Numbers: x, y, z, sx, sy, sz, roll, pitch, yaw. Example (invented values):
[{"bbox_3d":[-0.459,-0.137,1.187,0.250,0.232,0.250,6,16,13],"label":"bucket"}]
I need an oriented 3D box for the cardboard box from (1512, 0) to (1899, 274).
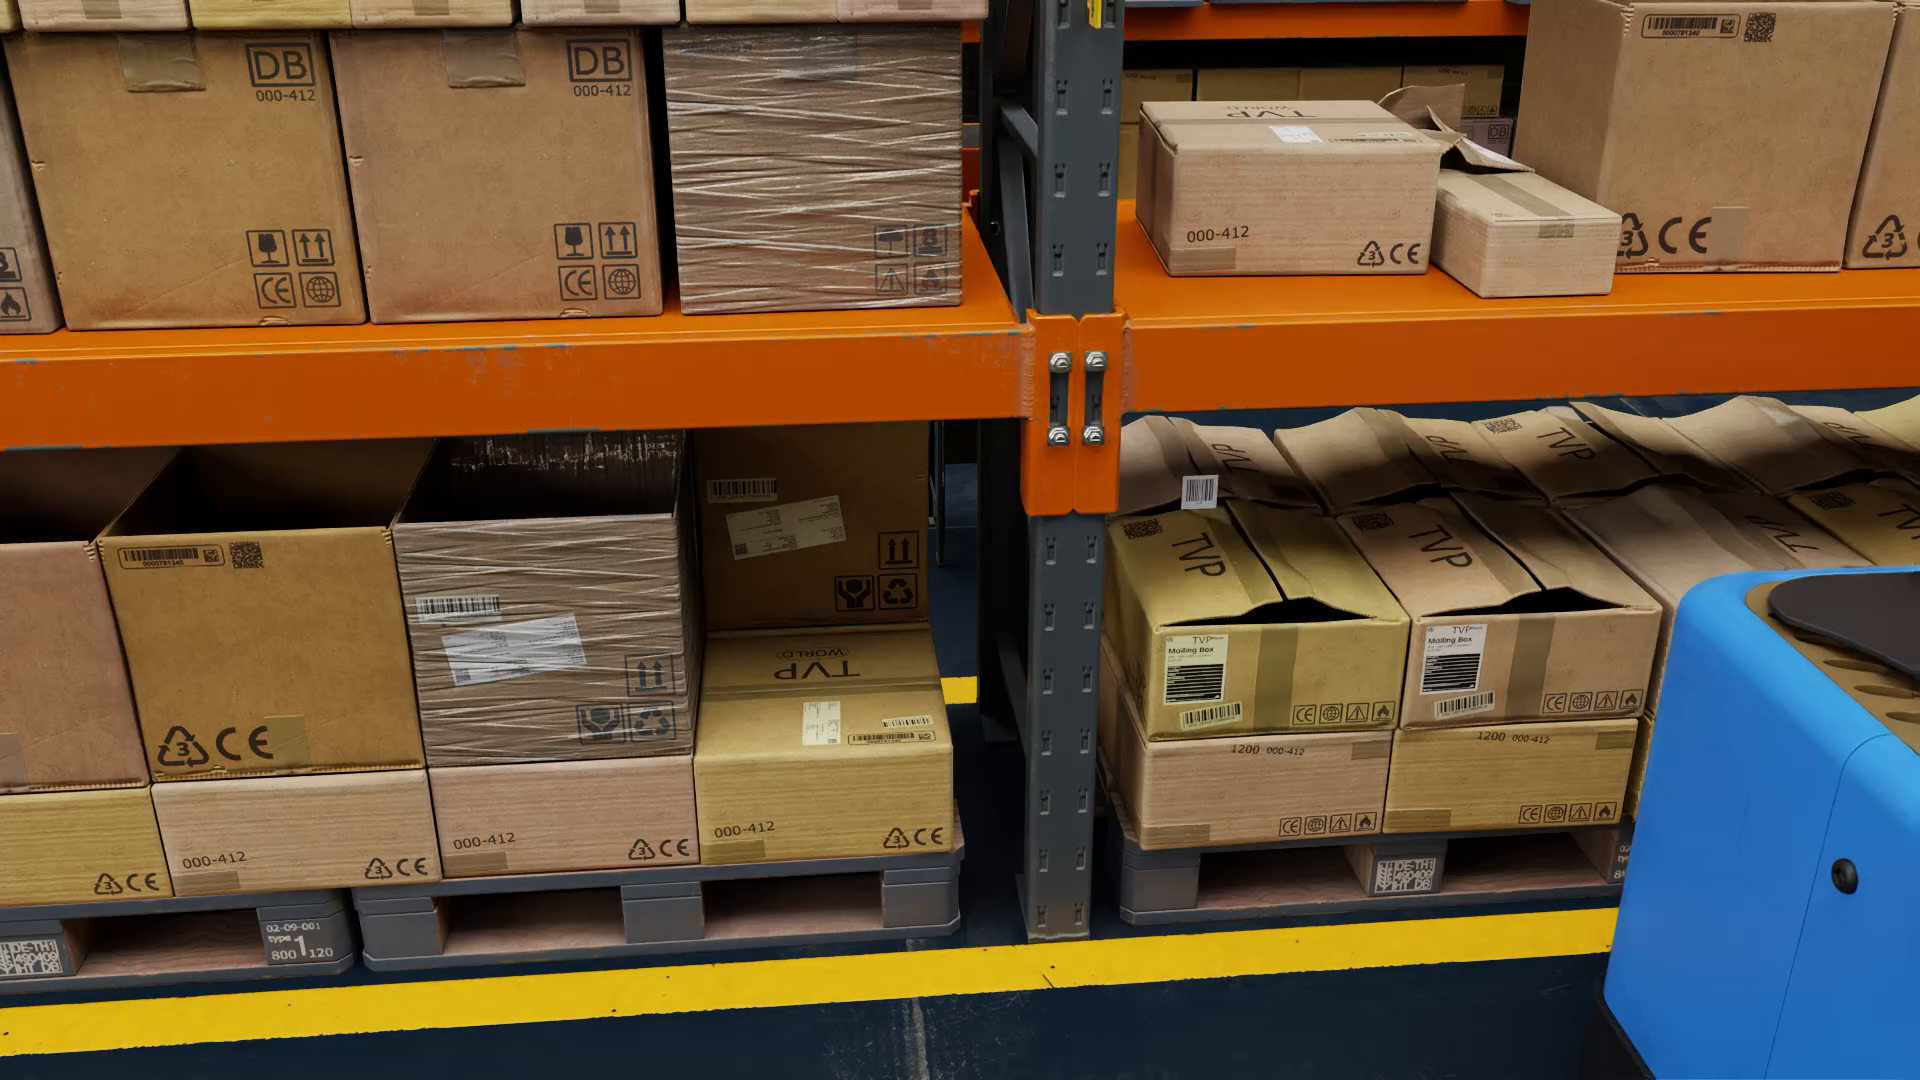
[{"bbox_3d":[1.444,-0.841,3.326,0.500,0.500,0.500,-1,24,-1],"label":"cardboard box"}]

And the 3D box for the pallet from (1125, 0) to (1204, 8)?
[{"bbox_3d":[0.438,-2.636,7.724,1.213,0.211,1.003,-2,24,-5],"label":"pallet"}]

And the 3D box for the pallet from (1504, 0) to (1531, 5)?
[{"bbox_3d":[2.945,-2.753,7.986,1.003,0.211,1.213,-2,24,-5],"label":"pallet"}]

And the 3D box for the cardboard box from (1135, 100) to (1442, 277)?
[{"bbox_3d":[0.640,-0.719,3.359,0.500,0.250,0.500,-1,24,-2],"label":"cardboard box"}]

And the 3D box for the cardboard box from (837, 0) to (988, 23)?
[{"bbox_3d":[-0.096,-0.995,2.873,0.250,0.149,0.380,-2,24,-5],"label":"cardboard box"}]

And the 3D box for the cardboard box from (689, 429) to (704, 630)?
[{"bbox_3d":[-0.835,-0.113,3.756,0.500,0.500,0.500,-2,24,-5],"label":"cardboard box"}]

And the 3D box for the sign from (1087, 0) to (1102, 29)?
[{"bbox_3d":[0.210,-0.958,2.548,0.005,0.325,0.100,-2,24,-5],"label":"sign"}]

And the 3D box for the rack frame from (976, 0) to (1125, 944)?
[{"bbox_3d":[0.154,-0.750,3.245,0.127,3.000,1.000,-2,24,-5],"label":"rack frame"}]

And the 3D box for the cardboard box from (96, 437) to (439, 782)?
[{"bbox_3d":[-1.282,0.115,3.242,0.500,0.500,0.500,-2,24,-5],"label":"cardboard box"}]

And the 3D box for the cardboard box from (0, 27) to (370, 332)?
[{"bbox_3d":[-1.311,-0.733,3.084,0.500,0.500,0.700,-2,24,-4],"label":"cardboard box"}]

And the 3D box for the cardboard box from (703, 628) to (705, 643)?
[{"bbox_3d":[-0.836,0.228,3.911,0.500,0.250,0.500,-2,24,-5],"label":"cardboard box"}]

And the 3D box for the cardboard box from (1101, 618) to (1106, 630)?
[{"bbox_3d":[0.538,0.181,4.019,0.500,0.250,0.500,-3,24,-6],"label":"cardboard box"}]

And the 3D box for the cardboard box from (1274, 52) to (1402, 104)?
[{"bbox_3d":[1.848,-2.244,8.217,0.500,0.250,0.500,-2,24,-5],"label":"cardboard box"}]

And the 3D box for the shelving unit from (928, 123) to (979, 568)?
[{"bbox_3d":[0.165,-0.966,4.838,0.503,2.100,0.431,-2,24,-5],"label":"shelving unit"}]

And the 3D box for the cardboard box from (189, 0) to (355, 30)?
[{"bbox_3d":[-1.108,-0.955,2.783,0.250,0.149,0.380,-2,24,-5],"label":"cardboard box"}]

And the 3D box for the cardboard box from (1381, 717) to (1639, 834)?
[{"bbox_3d":[1.088,0.379,3.573,0.500,0.250,0.500,-2,24,-4],"label":"cardboard box"}]

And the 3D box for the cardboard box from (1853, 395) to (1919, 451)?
[{"bbox_3d":[2.555,-0.155,4.084,0.500,0.311,0.500,-3,24,-7],"label":"cardboard box"}]

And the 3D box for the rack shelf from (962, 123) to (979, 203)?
[{"bbox_3d":[0.165,-0.954,4.844,0.480,0.518,0.431,-2,24,-5],"label":"rack shelf"}]

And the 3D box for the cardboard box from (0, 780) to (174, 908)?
[{"bbox_3d":[-1.778,0.483,3.338,0.500,0.250,0.500,-2,24,-5],"label":"cardboard box"}]

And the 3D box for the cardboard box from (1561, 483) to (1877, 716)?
[{"bbox_3d":[1.603,0.103,3.502,0.500,0.311,0.500,-3,24,-7],"label":"cardboard box"}]

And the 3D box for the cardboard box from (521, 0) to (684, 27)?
[{"bbox_3d":[-0.602,-0.974,2.827,0.250,0.149,0.380,-3,24,-7],"label":"cardboard box"}]

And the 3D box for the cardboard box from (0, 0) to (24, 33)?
[{"bbox_3d":[-1.623,-0.933,2.734,0.250,0.149,0.380,-2,24,-3],"label":"cardboard box"}]

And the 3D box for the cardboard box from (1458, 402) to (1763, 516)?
[{"bbox_3d":[1.543,-0.116,3.996,0.500,0.311,0.500,-2,24,-5],"label":"cardboard box"}]

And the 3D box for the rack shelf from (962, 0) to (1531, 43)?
[{"bbox_3d":[1.654,-2.503,8.075,4.000,0.370,1.077,-2,24,-5],"label":"rack shelf"}]

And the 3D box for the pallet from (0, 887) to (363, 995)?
[{"bbox_3d":[-1.859,0.589,3.665,1.213,0.211,1.003,-2,24,-5],"label":"pallet"}]

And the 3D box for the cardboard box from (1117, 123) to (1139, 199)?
[{"bbox_3d":[0.903,-1.888,8.341,0.500,0.500,0.700,-3,24,-6],"label":"cardboard box"}]

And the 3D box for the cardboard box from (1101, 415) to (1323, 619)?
[{"bbox_3d":[0.529,-0.074,3.901,0.500,0.311,0.500,-2,24,-5],"label":"cardboard box"}]

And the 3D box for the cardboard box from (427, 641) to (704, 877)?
[{"bbox_3d":[-0.785,0.437,3.441,0.500,0.250,0.500,-2,24,-5],"label":"cardboard box"}]

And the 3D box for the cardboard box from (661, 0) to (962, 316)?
[{"bbox_3d":[-0.287,-0.776,3.179,0.500,0.500,0.700,-3,24,-7],"label":"cardboard box"}]

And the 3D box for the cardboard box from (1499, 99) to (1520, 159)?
[{"bbox_3d":[2.933,-1.921,8.414,0.500,0.500,0.700,-2,24,-4],"label":"cardboard box"}]

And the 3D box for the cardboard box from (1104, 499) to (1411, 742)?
[{"bbox_3d":[0.590,0.142,3.414,0.500,0.311,0.500,-2,24,-5],"label":"cardboard box"}]

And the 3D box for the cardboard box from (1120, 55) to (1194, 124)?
[{"bbox_3d":[0.832,-2.209,8.139,0.500,0.250,0.500,-3,24,-6],"label":"cardboard box"}]

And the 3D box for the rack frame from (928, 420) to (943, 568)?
[{"bbox_3d":[-0.078,-0.956,4.816,0.015,2.100,0.400,-2,24,-5],"label":"rack frame"}]
